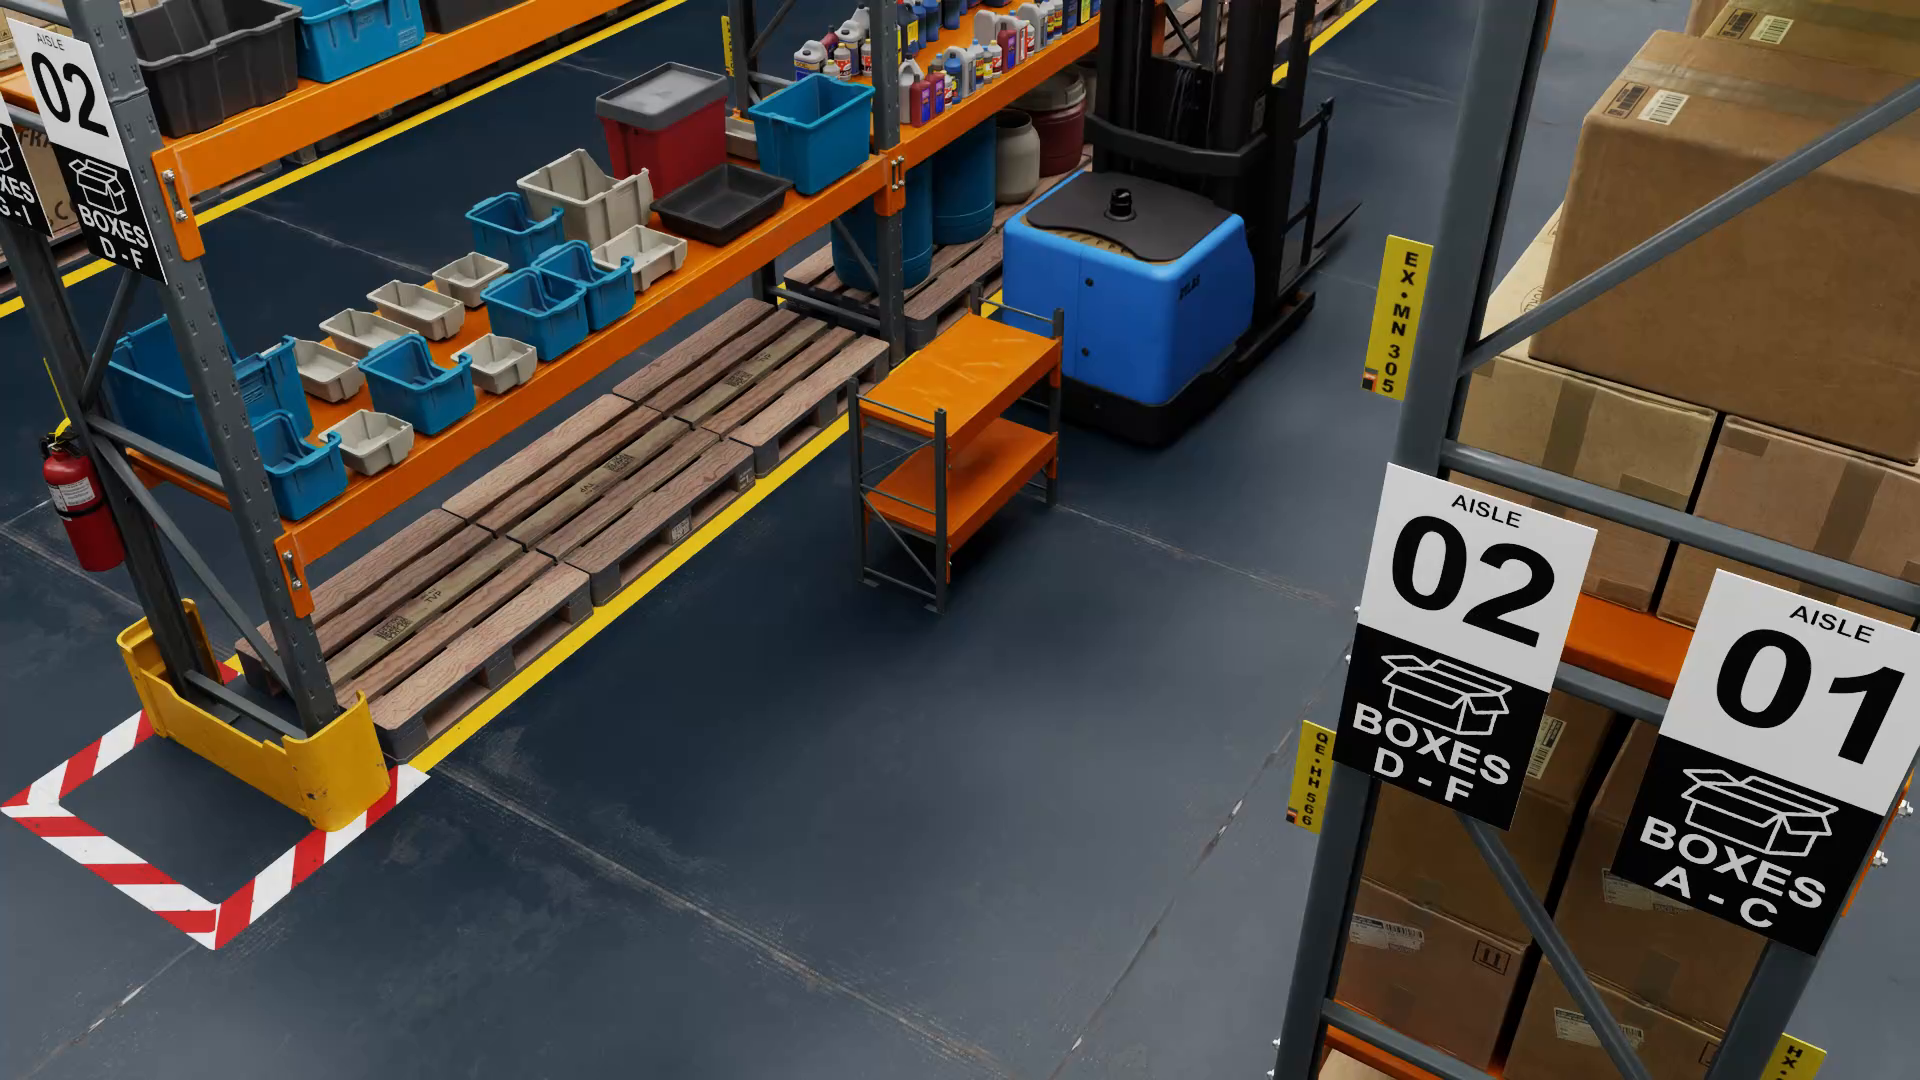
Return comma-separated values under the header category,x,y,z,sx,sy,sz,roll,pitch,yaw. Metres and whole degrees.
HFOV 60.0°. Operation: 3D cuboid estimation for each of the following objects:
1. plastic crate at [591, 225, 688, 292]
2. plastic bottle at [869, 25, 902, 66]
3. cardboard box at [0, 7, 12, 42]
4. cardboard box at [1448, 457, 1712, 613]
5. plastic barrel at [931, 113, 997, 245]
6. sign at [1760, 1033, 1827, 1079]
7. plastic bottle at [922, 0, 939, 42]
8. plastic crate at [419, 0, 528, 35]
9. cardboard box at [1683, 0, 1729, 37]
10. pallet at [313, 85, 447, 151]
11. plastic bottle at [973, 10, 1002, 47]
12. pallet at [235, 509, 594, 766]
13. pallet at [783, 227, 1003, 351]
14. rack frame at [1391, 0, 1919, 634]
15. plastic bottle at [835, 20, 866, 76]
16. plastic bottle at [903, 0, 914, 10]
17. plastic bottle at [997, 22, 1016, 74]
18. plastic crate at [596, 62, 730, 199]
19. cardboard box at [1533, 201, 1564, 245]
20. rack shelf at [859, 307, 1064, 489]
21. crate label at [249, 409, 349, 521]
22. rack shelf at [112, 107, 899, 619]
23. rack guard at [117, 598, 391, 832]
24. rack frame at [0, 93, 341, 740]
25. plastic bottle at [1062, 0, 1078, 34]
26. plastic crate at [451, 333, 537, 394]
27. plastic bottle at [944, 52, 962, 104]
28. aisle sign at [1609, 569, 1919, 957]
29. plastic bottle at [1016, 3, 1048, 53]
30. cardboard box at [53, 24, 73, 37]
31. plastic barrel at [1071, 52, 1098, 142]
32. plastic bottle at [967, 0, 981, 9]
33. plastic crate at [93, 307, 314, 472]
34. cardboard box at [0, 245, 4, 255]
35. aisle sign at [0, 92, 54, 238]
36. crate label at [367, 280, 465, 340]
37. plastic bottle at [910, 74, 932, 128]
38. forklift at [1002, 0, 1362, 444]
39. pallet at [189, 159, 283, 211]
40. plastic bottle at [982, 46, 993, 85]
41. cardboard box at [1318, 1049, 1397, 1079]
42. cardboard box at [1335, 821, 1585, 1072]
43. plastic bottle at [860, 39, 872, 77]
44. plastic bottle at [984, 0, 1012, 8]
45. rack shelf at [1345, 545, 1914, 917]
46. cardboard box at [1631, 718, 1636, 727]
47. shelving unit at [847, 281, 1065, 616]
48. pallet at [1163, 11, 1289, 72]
category,x,y,z,sx,sy,sz,roll,pitch,yaw
plastic crate,-1.445,-1.282,7.563,0.293,0.136,0.466,21,42,25
plastic bottle,-0.428,-2.873,9.500,0.144,0.351,0.185,21,42,25
cardboard box,-5.786,-2.933,9.417,0.500,0.250,0.500,20,42,24
cardboard box,1.324,-0.154,3.599,0.500,0.250,0.500,21,42,25
plastic barrel,-0.081,-2.334,10.135,0.600,0.901,0.708,21,42,25
sign,1.730,1.160,3.519,0.100,0.325,0.005,21,42,25
plastic bottle,-0.174,-3.103,9.864,0.097,0.271,0.097,0,38,0
plastic crate,-1.858,-2.158,6.126,0.504,0.338,0.767,21,42,25
cardboard box,2.050,-1.091,3.791,0.700,0.500,0.500,21,42,25
pallet,-4.598,-3.297,12.294,1.003,0.211,1.213,21,42,25
plastic bottle,0.172,-2.951,9.662,0.152,0.276,0.135,21,42,25
pallet,-2.434,0.395,7.504,1.003,0.211,1.213,21,42,25
pallet,-0.317,-1.639,10.142,1.003,0.211,1.213,21,42,25
rack frame,1.272,-1.051,2.182,1.000,3.000,0.127,21,42,25
plastic bottle,-0.632,-2.807,9.476,0.152,0.276,0.135,21,42,25
plastic bottle,-0.362,-3.067,9.813,0.152,0.276,0.135,21,42,25
plastic bottle,0.267,-2.820,9.486,0.061,0.283,0.133,21,42,25
plastic crate,-1.456,-2.030,8.264,0.402,0.464,0.583,21,42,25
cardboard box,1.599,-0.607,3.777,0.500,0.250,0.500,21,42,25
rack shelf,-0.004,-0.674,7.663,0.538,0.278,1.000,21,42,25
crate label,-2.499,-0.274,6.176,0.416,0.233,0.303,21,42,25
rack shelf,-1.837,-1.043,7.675,1.077,0.370,4.000,21,42,25
rack guard,-2.911,0.710,6.859,1.175,0.500,0.348,21,42,25
rack frame,-2.909,-0.297,6.118,1.000,3.000,0.127,21,42,25
plastic bottle,0.617,-3.232,9.965,0.144,0.351,0.185,21,42,25
plastic crate,-1.893,-0.724,6.838,0.250,0.136,0.298,21,42,25
plastic bottle,-0.039,-2.542,9.135,0.097,0.271,0.097,0,38,0
aisle sign,1.483,0.427,3.049,0.394,0.787,0.004,21,42,25
plastic bottle,0.424,-3.021,9.753,0.152,0.276,0.135,21,42,25
cardboard box,-5.386,-3.085,9.940,0.380,0.149,0.250,22,43,26
plastic barrel,0.902,-3.024,11.349,0.421,0.512,0.421,0,38,0
plastic bottle,0.041,-3.488,10.298,0.144,0.351,0.185,21,42,25
plastic crate,-2.887,-0.568,6.392,0.616,0.435,0.499,21,42,25
cardboard box,-6.328,-2.067,9.810,0.875,0.875,0.875,21,42,25
aisle sign,-3.195,-1.385,5.400,0.394,0.787,0.004,21,42,25
crate label,-2.329,-0.992,7.186,0.396,0.136,0.243,21,42,25
plastic bottle,-0.209,-2.362,8.892,0.061,0.283,0.133,21,42,25
forklift,1.453,-2.524,9.063,1.130,2.935,3.031,23,43,26
pallet,-5.421,-2.508,11.270,1.003,0.211,1.213,21,42,25
plastic bottle,0.137,-2.684,9.377,0.097,0.201,0.097,0,38,0
cardboard box,1.355,1.780,5.110,0.500,0.500,0.500,21,42,25
cardboard box,1.282,0.966,4.398,0.500,0.500,0.500,23,43,26
plastic bottle,-0.517,-2.746,9.458,0.097,0.201,0.097,0,38,0
plastic bottle,0.241,-3.508,10.323,0.144,0.351,0.185,21,42,25
rack shelf,2.343,-0.609,4.655,1.077,0.370,4.000,21,42,25
cardboard box,2.006,0.475,4.215,0.500,0.500,0.500,22,43,26
shelving unit,-0.004,-0.442,7.842,0.538,1.125,1.048,21,42,25
pallet,1.825,-3.703,12.821,1.003,0.211,1.213,21,42,25
